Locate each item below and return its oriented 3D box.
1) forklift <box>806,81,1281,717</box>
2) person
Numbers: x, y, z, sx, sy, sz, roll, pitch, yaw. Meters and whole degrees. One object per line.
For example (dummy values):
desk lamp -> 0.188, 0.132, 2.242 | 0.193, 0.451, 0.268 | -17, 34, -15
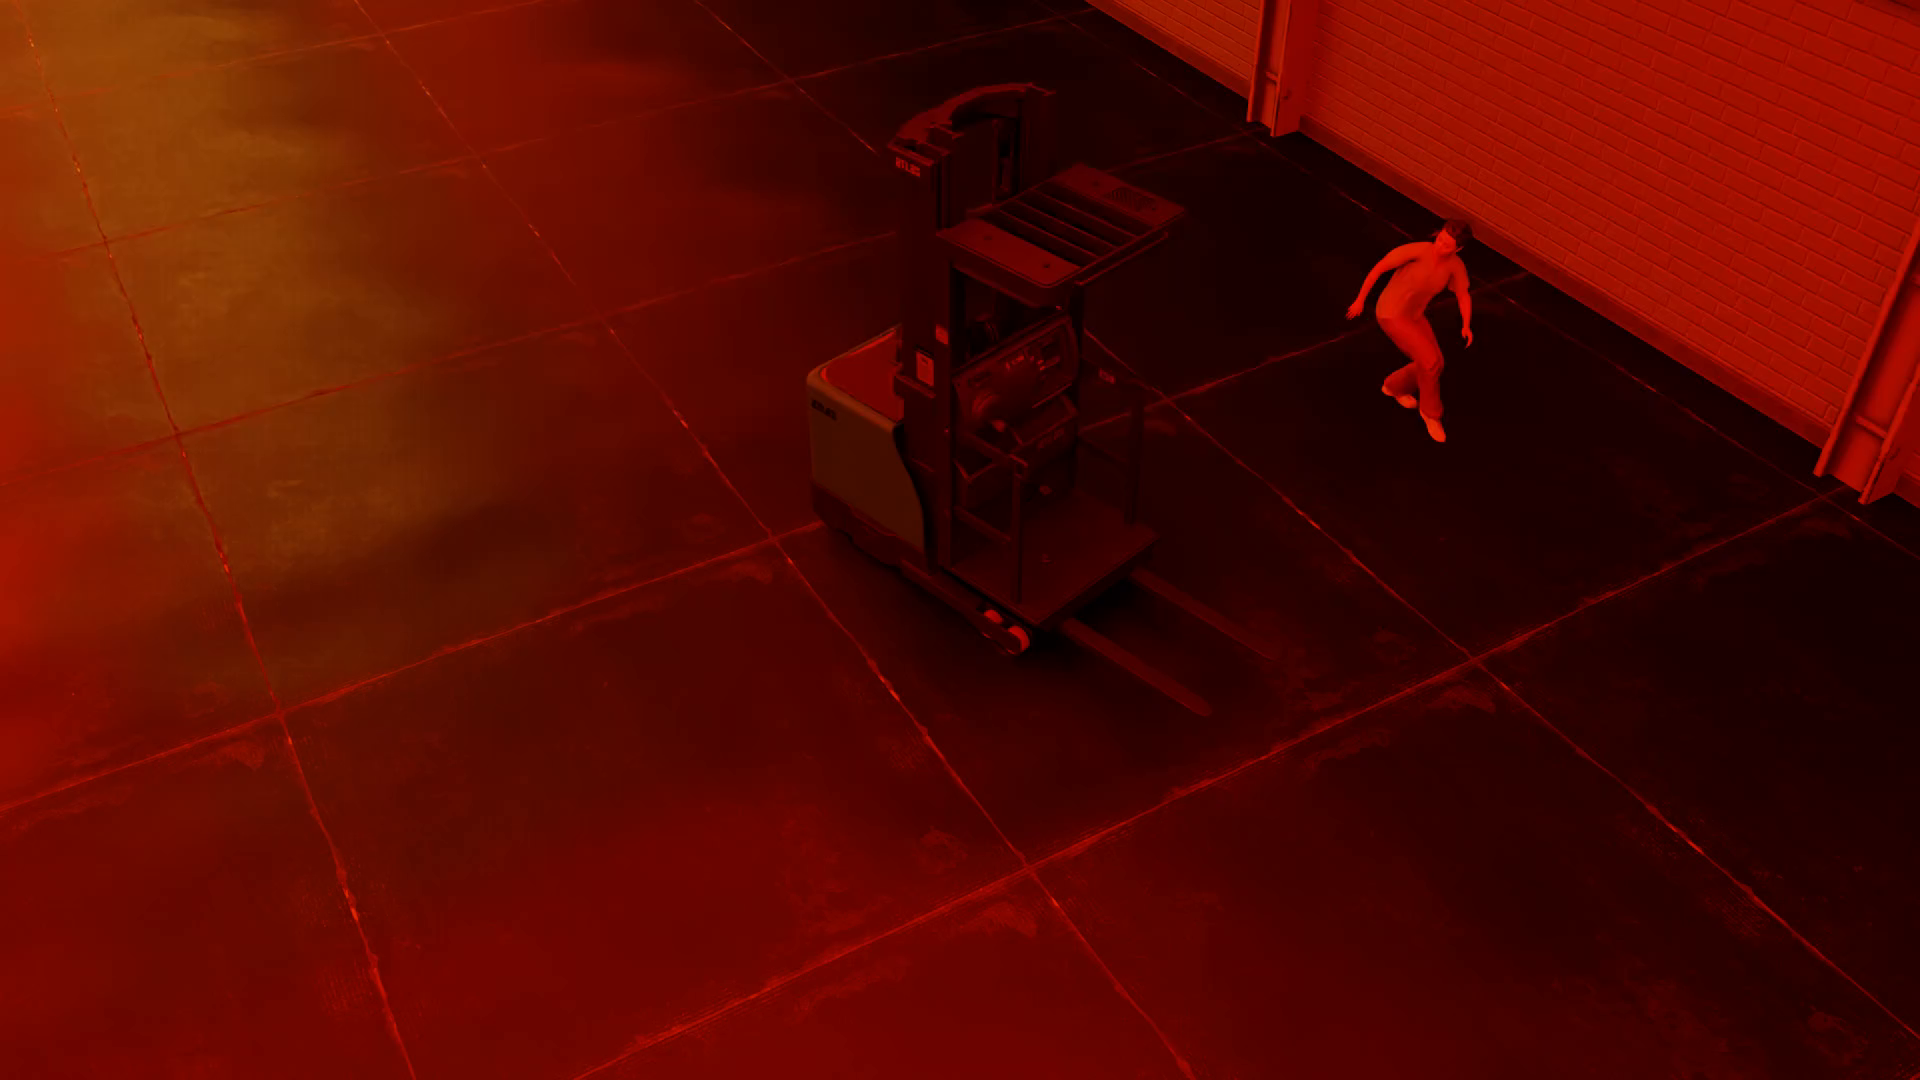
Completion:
forklift -> 0.469, -0.847, 9.057 | 3.031, 2.935, 1.130 | 32, 49, 33
person -> 3.009, -1.397, 10.870 | 0.685, 1.487, 0.740 | -20, 44, -22
